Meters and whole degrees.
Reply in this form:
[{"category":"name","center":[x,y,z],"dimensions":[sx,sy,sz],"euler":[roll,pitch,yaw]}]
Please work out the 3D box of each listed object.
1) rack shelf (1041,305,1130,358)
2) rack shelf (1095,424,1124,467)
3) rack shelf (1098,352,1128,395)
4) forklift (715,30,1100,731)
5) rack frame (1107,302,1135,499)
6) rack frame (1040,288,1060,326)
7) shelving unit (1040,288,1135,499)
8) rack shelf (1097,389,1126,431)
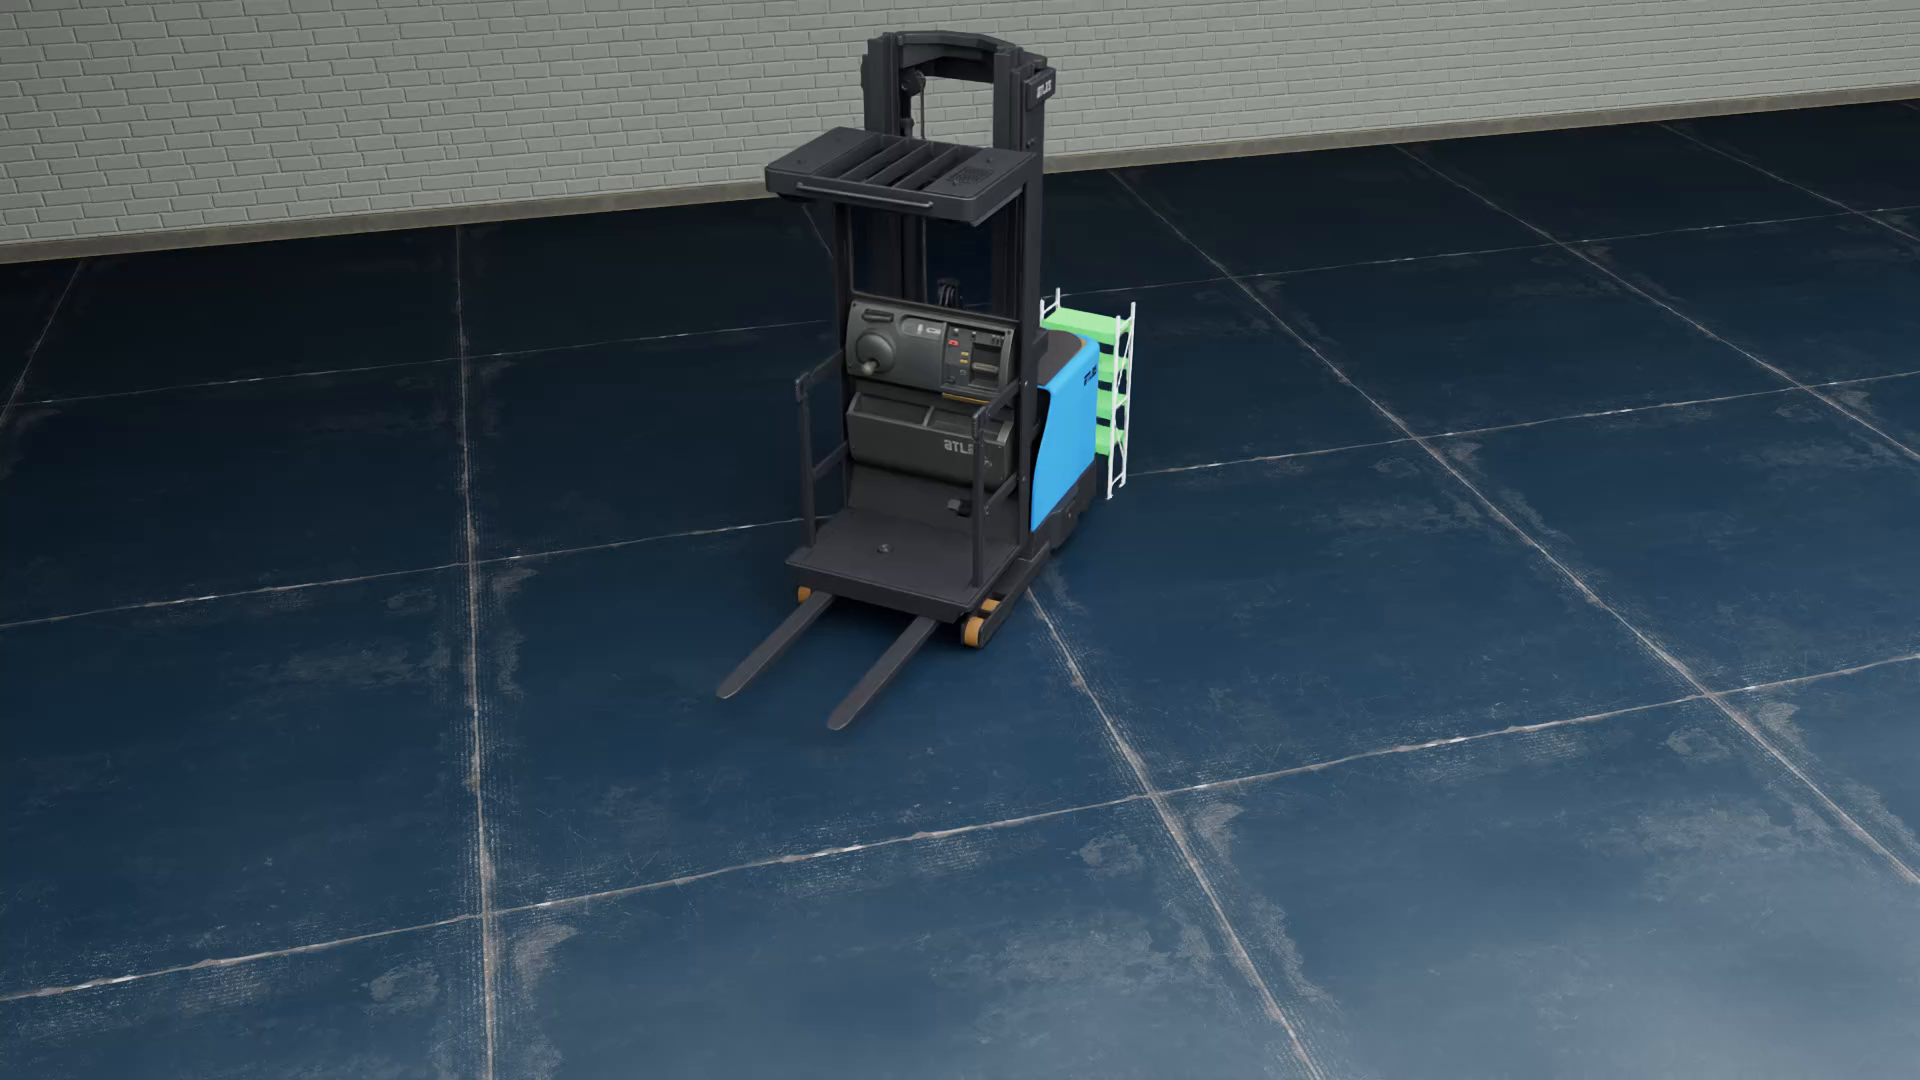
[{"category":"rack shelf","center":[0.750,-1.240,9.864],"dimensions":[0.480,0.148,0.258],"euler":[15,33,24]},{"category":"rack shelf","center":[0.750,-0.617,10.225],"dimensions":[0.480,0.148,0.258],"euler":[15,33,24]},{"category":"rack shelf","center":[0.750,-1.033,9.985],"dimensions":[0.480,0.148,0.258],"euler":[15,33,24]},{"category":"forklift","center":[-0.248,-0.946,8.458],"dimensions":[1.130,2.935,3.031],"euler":[13,32,21]},{"category":"rack frame","center":[0.965,-0.822,9.973],"dimensions":[0.015,1.200,0.240],"euler":[15,33,24]},{"category":"rack frame","center":[0.535,-0.938,10.173],"dimensions":[0.015,1.200,0.240],"euler":[15,33,24]},{"category":"shelving unit","center":[0.750,-0.880,10.073],"dimensions":[0.503,1.200,0.258],"euler":[15,33,24]},{"category":"rack shelf","center":[0.750,-0.825,10.105],"dimensions":[0.480,0.148,0.258],"euler":[15,33,24]}]
